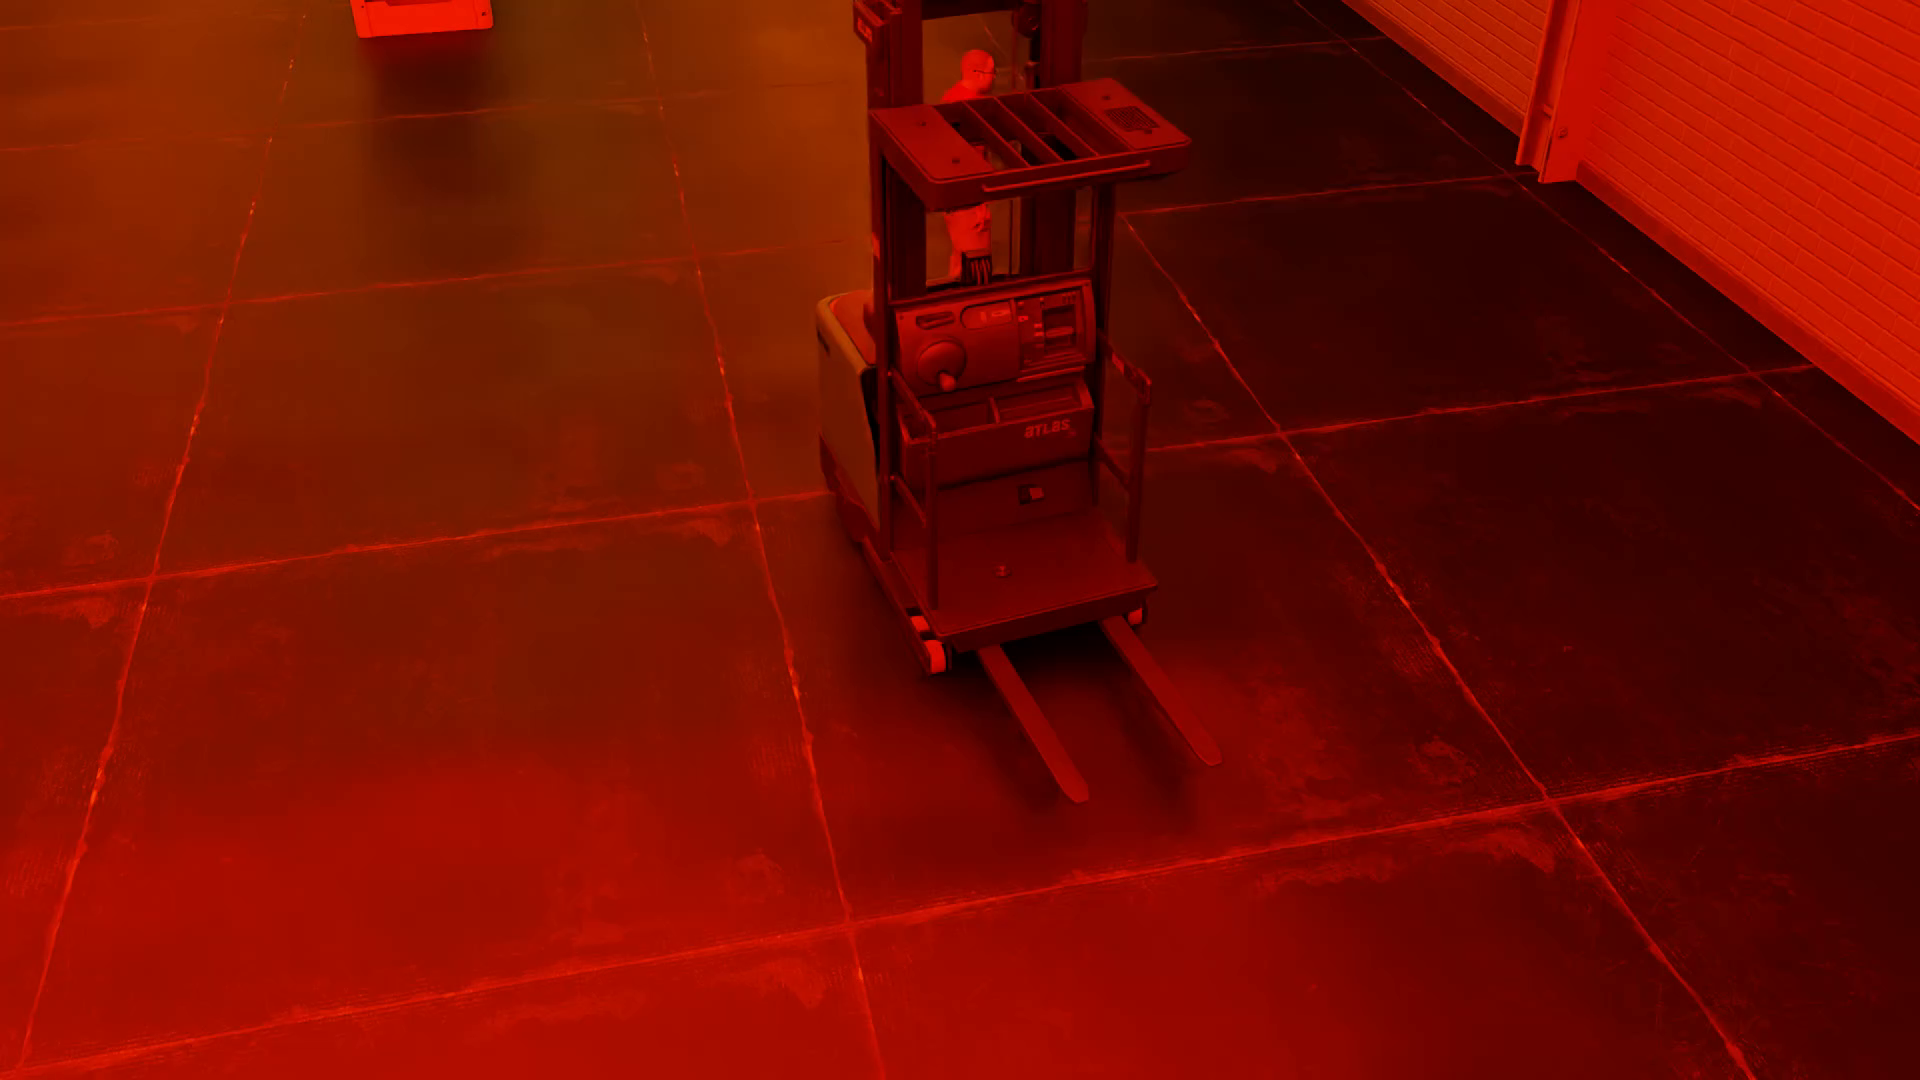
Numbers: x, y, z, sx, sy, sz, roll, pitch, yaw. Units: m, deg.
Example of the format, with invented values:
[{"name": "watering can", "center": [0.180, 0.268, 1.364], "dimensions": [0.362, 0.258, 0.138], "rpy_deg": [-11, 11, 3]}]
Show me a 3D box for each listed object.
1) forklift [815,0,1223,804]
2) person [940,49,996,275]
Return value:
[{"name": "forklift", "center": [0.243, -0.843, 7.222], "dimensions": [1.130, 2.935, 3.031], "rpy_deg": [-12, 38, -17]}, {"name": "person", "center": [0.056, -2.068, 9.956], "dimensions": [0.408, 1.724, 0.630], "rpy_deg": [-8, 37, -11]}]
